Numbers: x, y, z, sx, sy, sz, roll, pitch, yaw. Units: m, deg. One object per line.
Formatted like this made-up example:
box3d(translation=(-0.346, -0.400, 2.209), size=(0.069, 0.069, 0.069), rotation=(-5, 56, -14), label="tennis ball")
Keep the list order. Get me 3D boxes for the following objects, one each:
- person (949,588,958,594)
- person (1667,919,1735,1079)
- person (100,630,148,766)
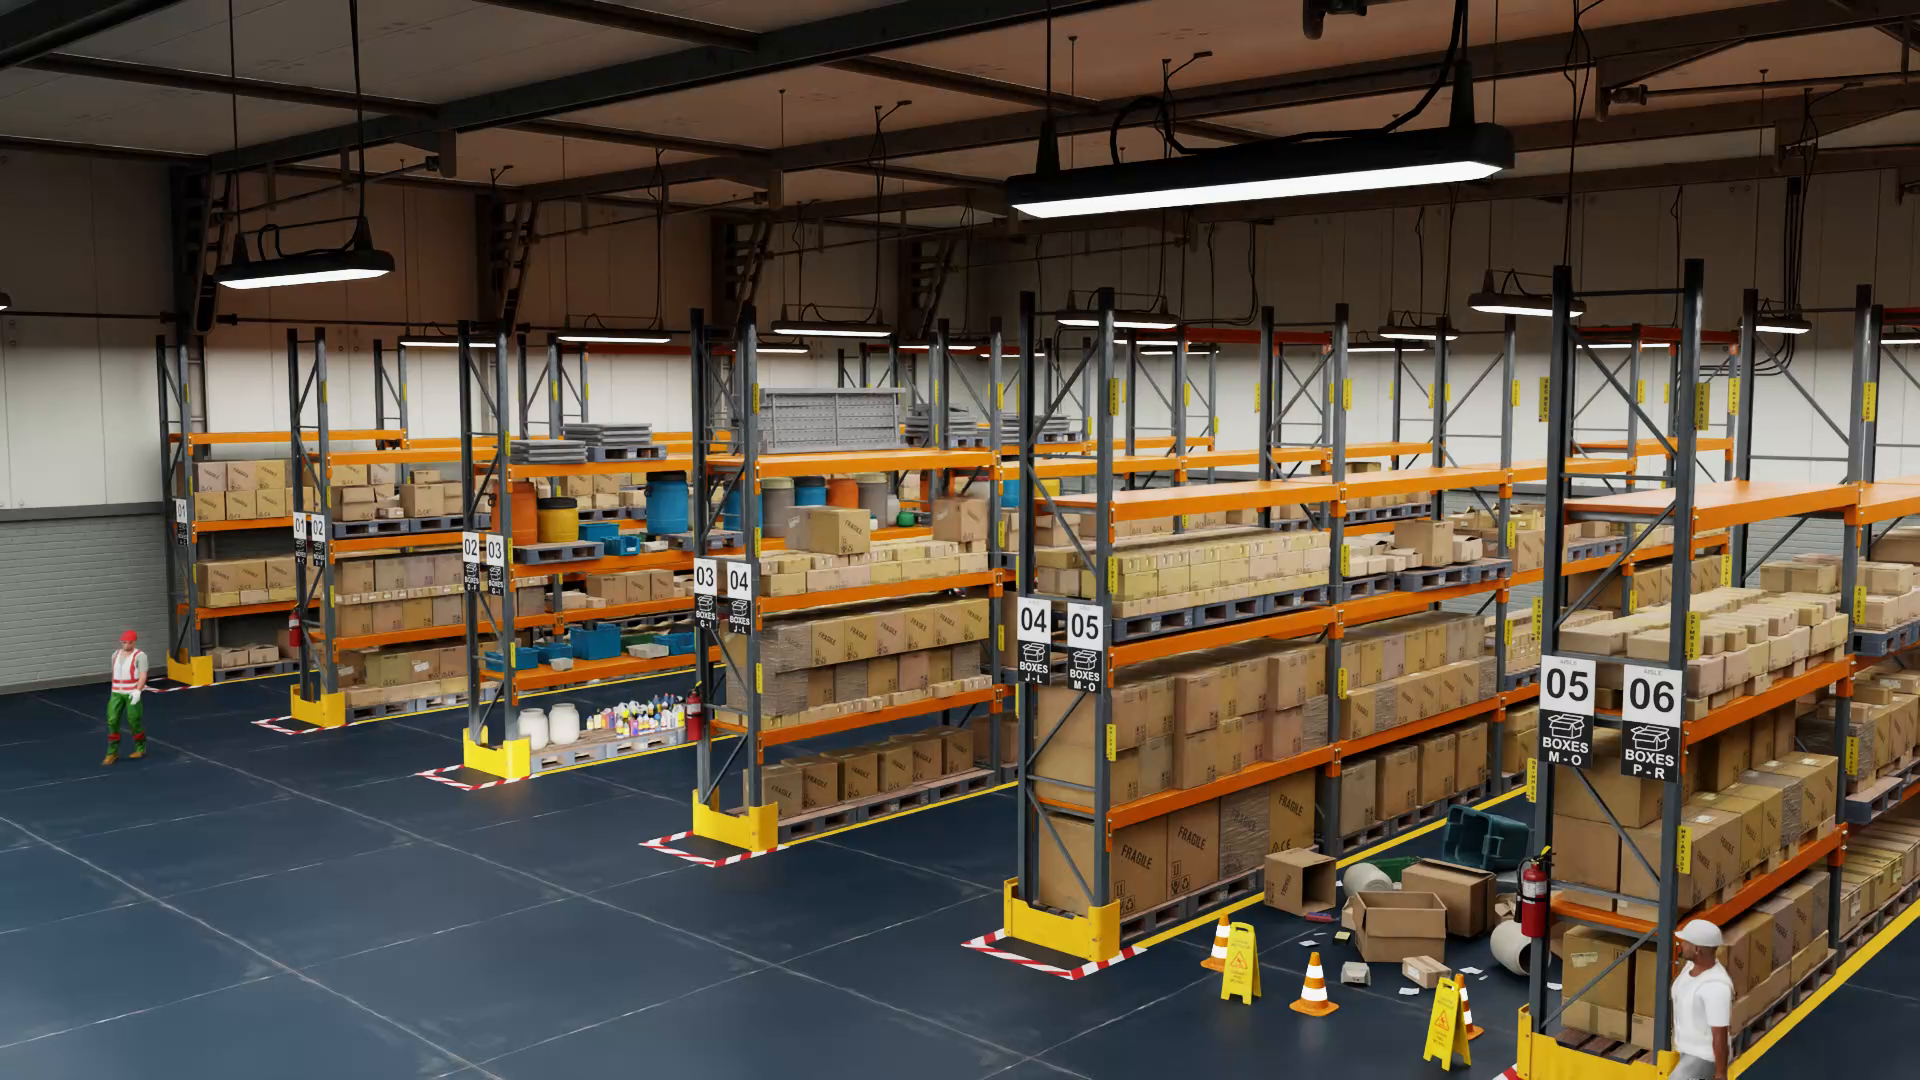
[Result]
box3d(translation=(-0.185, 1.446, 30.630), size=(0.582, 1.681, 0.397), rotation=(5, 7, 43), label="person")
box3d(translation=(4.813, 3.301, 10.737), size=(1.002, 1.721, 0.676), rotation=(1, 5, 6), label="person")
box3d(translation=(-11.457, 2.151, 22.775), size=(0.563, 1.814, 0.656), rotation=(0, 5, 3), label="person")
